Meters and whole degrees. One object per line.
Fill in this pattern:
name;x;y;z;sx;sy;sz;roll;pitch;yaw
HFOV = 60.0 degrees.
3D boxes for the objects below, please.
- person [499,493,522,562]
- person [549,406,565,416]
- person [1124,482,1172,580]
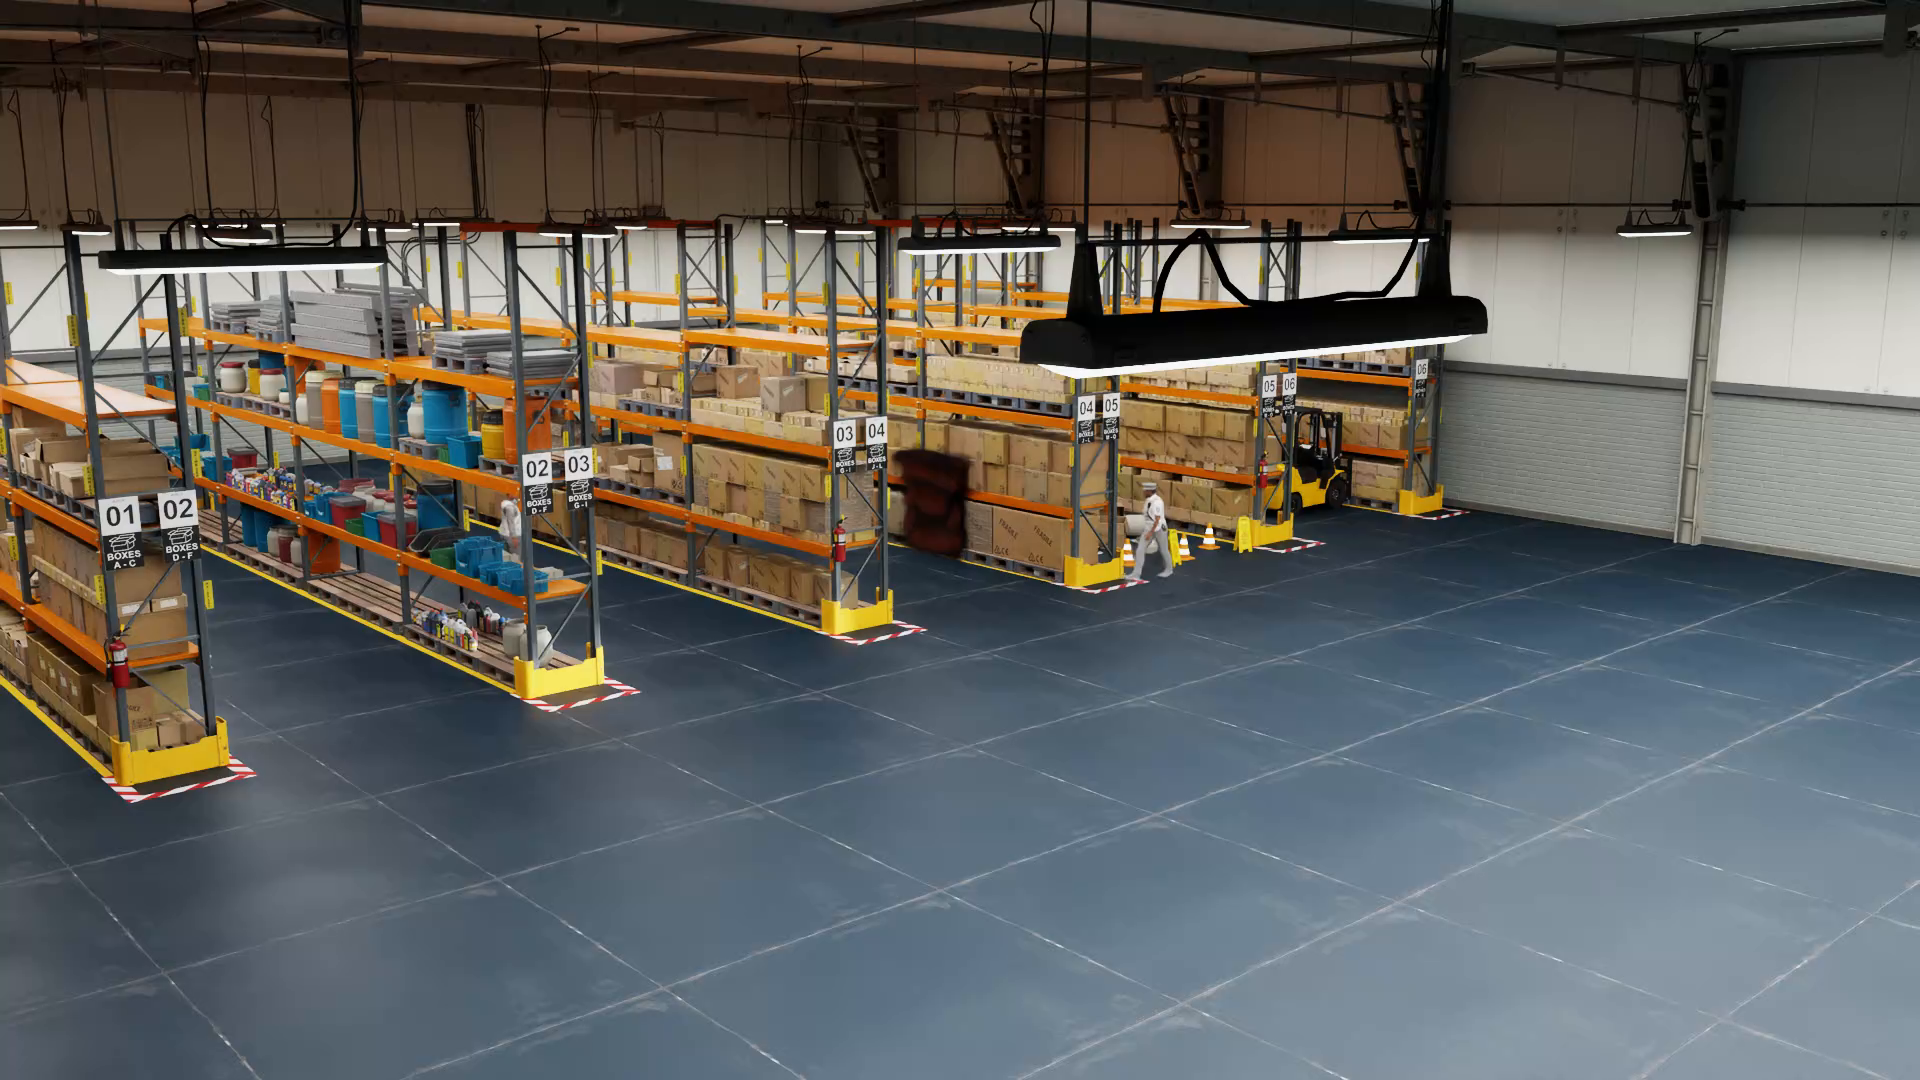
person;-7.502;-0.063;27.793;0.403;1.805;0.546;-10;15;-40
person;-10.036;-2.859;41.624;0.673;1.733;1.115;-2;12;-11
person;3.130;-0.146;27.146;0.451;1.603;0.964;10;15;40
